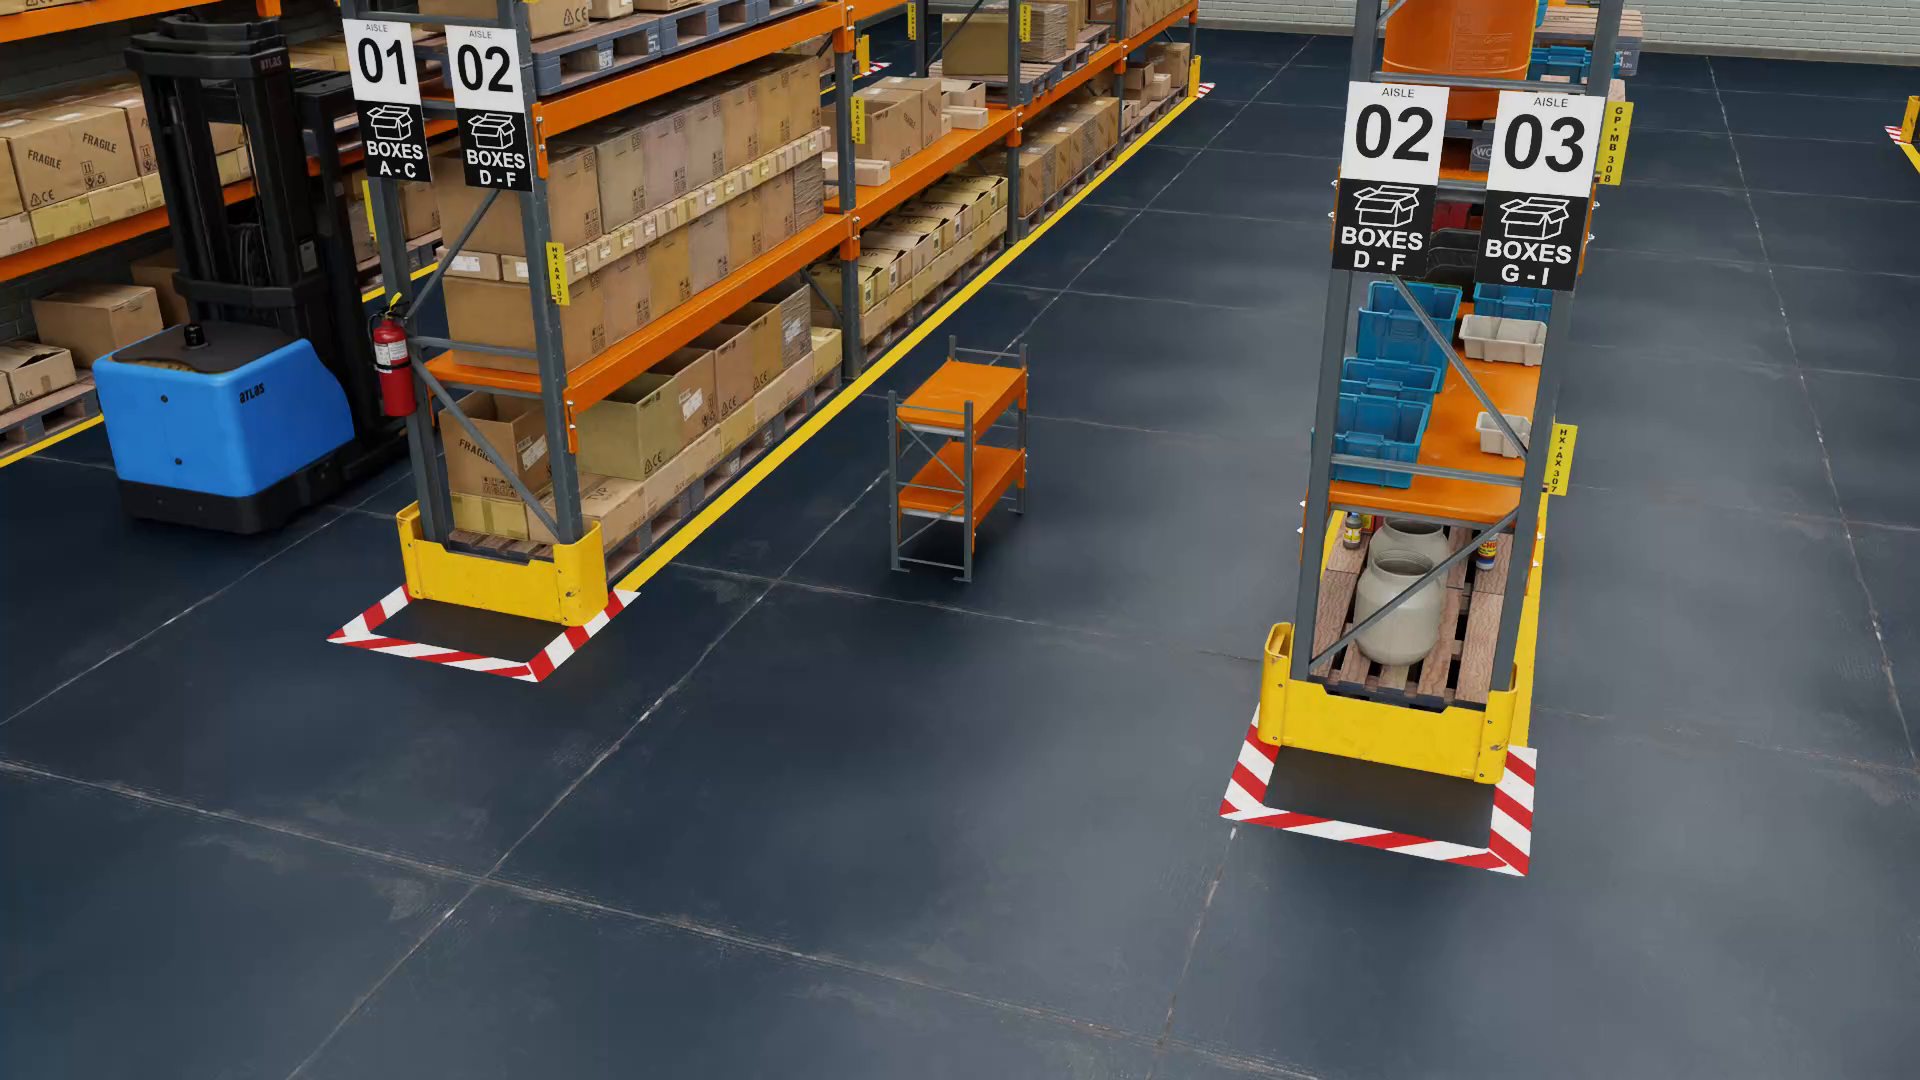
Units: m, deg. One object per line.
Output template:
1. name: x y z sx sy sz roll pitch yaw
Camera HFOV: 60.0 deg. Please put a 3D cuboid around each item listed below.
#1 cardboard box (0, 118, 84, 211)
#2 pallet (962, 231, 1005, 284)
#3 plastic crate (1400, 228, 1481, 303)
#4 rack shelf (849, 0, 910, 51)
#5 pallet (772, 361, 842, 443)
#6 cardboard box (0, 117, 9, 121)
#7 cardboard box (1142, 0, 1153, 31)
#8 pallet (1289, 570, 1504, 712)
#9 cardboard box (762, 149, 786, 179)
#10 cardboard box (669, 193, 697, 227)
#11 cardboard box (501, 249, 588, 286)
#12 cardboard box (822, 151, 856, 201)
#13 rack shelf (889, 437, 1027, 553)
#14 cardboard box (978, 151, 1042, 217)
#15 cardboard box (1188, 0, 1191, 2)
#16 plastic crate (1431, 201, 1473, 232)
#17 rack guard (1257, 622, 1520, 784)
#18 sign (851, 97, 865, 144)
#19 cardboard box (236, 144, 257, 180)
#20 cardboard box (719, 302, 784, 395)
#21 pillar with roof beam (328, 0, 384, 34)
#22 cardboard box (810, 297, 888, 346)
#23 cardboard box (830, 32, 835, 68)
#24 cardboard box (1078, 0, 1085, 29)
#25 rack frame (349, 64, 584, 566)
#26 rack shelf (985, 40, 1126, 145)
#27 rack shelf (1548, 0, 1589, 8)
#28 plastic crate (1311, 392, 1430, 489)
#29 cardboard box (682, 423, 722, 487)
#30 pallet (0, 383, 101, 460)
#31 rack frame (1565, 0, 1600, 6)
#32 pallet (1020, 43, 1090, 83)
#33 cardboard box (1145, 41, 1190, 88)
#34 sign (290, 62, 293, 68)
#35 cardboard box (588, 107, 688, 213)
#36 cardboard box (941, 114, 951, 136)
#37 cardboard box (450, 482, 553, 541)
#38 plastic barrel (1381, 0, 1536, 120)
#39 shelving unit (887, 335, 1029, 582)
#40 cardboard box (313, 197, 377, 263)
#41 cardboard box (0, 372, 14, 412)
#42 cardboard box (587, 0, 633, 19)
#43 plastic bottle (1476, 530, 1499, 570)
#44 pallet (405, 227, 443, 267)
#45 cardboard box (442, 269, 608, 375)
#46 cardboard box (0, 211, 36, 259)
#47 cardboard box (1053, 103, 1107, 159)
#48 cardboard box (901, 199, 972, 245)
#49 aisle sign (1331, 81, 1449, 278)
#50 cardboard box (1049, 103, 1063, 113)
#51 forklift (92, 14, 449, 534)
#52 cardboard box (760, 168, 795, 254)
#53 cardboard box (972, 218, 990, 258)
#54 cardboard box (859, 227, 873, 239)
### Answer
1. cardboard box: -6.467 -2.586 11.439 0.500 0.500 0.500 8 27 16
2. pallet: -0.237 -2.725 15.636 1.003 0.211 1.213 9 27 17
3. plastic crate: 3.118 -1.724 10.440 0.767 0.338 0.504 9 27 17
4. rack shelf: -0.592 -4.517 13.520 1.077 0.370 4.000 9 27 17
5. pallet: -1.562 -1.093 12.265 1.003 0.211 1.213 9 27 17
6. cardboard box: -6.960 -2.664 11.598 0.500 0.500 0.500 8 27 16
7. cardboard box: 1.999 -6.382 19.875 0.500 0.500 0.500 9 27 18
8. pallet: 2.338 0.579 8.812 1.003 0.211 1.213 9 27 17
9. cardboard box: -1.401 -2.546 11.206 0.380 0.149 0.250 9 27 17
10. cardboard box: -1.828 -2.021 10.124 0.380 0.149 0.250 8 27 17
11. cardboard box: -2.255 -1.492 9.030 0.380 0.149 0.250 9 27 17
12. cardboard box: -1.135 -2.810 12.783 0.500 0.250 0.500 11 28 21
13. rack shelf: 0.002 -0.289 10.117 0.538 0.278 1.000 9 27 17
14. cardboard box: 0.495 -3.531 16.464 0.500 0.500 0.500 10 28 20
15. cardboard box: 2.843 -7.422 22.021 0.500 0.500 0.500 10 27 19
16. plastic crate: 3.285 -2.221 11.322 0.402 0.464 0.583 9 27 17
17. rack guard: 2.062 0.782 8.061 1.175 0.500 0.348 9 27 17
18. sign: -0.734 -3.014 11.949 0.100 0.325 0.005 9 27 17
19. cardboard box: -5.802 -3.088 13.336 0.500 0.250 0.500 9 27 18
20. cardboard box: -1.546 -1.326 11.359 0.500 0.500 0.500 9 27 17
21. pillar with roof beam: -1.788 -6.696 13.754 9.100 9.000 0.400 9 27 17
22. cardboard box: -0.890 -1.750 13.096 0.500 0.250 0.500 8 27 16
23. cardboard box: -2.076 -7.079 23.815 0.700 0.500 0.500 9 27 17
24. cardboard box: 1.036 -6.028 18.662 0.700 0.500 0.500 0 26 0
25. rack frame: -2.589 -1.025 8.925 1.000 3.000 0.127 9 27 17
26. rack shelf: 0.739 -4.811 17.569 1.077 0.370 4.000 9 27 17
27. rack shelf: 4.078 -3.797 12.034 1.077 0.370 4.000 9 27 17
28. plastic crate: 1.966 -0.487 7.985 0.499 0.251 0.616 9 27 17
29. cardboard box: -1.871 -0.576 10.671 0.500 0.250 0.500 9 27 17
30. pallet: -6.932 -0.847 11.756 1.003 0.211 1.213 9 27 17
31. rack frame: 3.412 -4.649 9.526 1.000 3.000 0.127 9 27 17
32. pallet: 0.716 -5.026 17.409 1.003 0.211 1.213 9 27 17
33. cardboard box: 2.787 -6.414 22.419 0.500 0.500 0.500 9 27 17
34. sign: -5.416 -3.700 13.456 0.100 0.325 0.005 9 27 17
35. cardboard box: -2.067 -2.290 9.934 0.700 0.500 0.500 9 27 18
36. cardboard box: -0.298 -3.667 14.670 0.380 0.149 0.250 11 28 21
37. cardboard box: -2.689 -0.240 9.976 0.500 0.250 0.500 9 27 17
38. plastic barrel: 2.123 -2.256 7.050 0.600 0.830 0.708 9 27 17
39. shelving unit: 0.002 -0.509 10.011 0.538 1.125 1.048 9 27 17
40. cardboard box: -5.701 -2.763 14.879 0.700 0.500 0.500 10 27 19
41. cardboard box: -6.946 -1.001 11.456 0.500 0.311 0.500 6 26 12
42. cardboard box: -2.031 -2.972 9.150 0.380 0.149 0.250 9 27 17
43. plastic bottle: 2.978 0.025 9.382 0.097 0.271 0.097 0 26 0
44. pallet: -5.268 -2.954 16.108 1.003 0.211 1.213 9 27 17
45. cardboard box: -2.421 -1.260 9.295 0.700 0.500 0.500 9 27 17
46. cardboard box: -6.640 -2.053 11.198 0.500 0.250 0.500 8 27 16
47. cardboard box: 1.338 -4.583 18.637 0.500 0.500 0.500 9 27 18
48. cardboard box: -0.206 -2.844 14.711 0.500 0.311 0.500 9 27 17
49. aisle sign: 1.777 -1.489 6.899 0.394 0.787 0.004 9 27 17
50. cardboard box: 0.847 -4.645 18.765 0.500 0.500 0.500 9 27 18
51. forklift: -4.317 -1.975 10.966 1.130 2.935 3.031 8 27 17
52. cardboard box: -1.569 -2.313 11.470 0.700 0.500 0.500 8 27 17
53. cardboard box: -0.040 -2.800 15.264 0.500 0.250 0.500 8 27 17
54. cardboard box: -1.058 -2.500 14.001 0.500 0.311 0.500 9 27 17
